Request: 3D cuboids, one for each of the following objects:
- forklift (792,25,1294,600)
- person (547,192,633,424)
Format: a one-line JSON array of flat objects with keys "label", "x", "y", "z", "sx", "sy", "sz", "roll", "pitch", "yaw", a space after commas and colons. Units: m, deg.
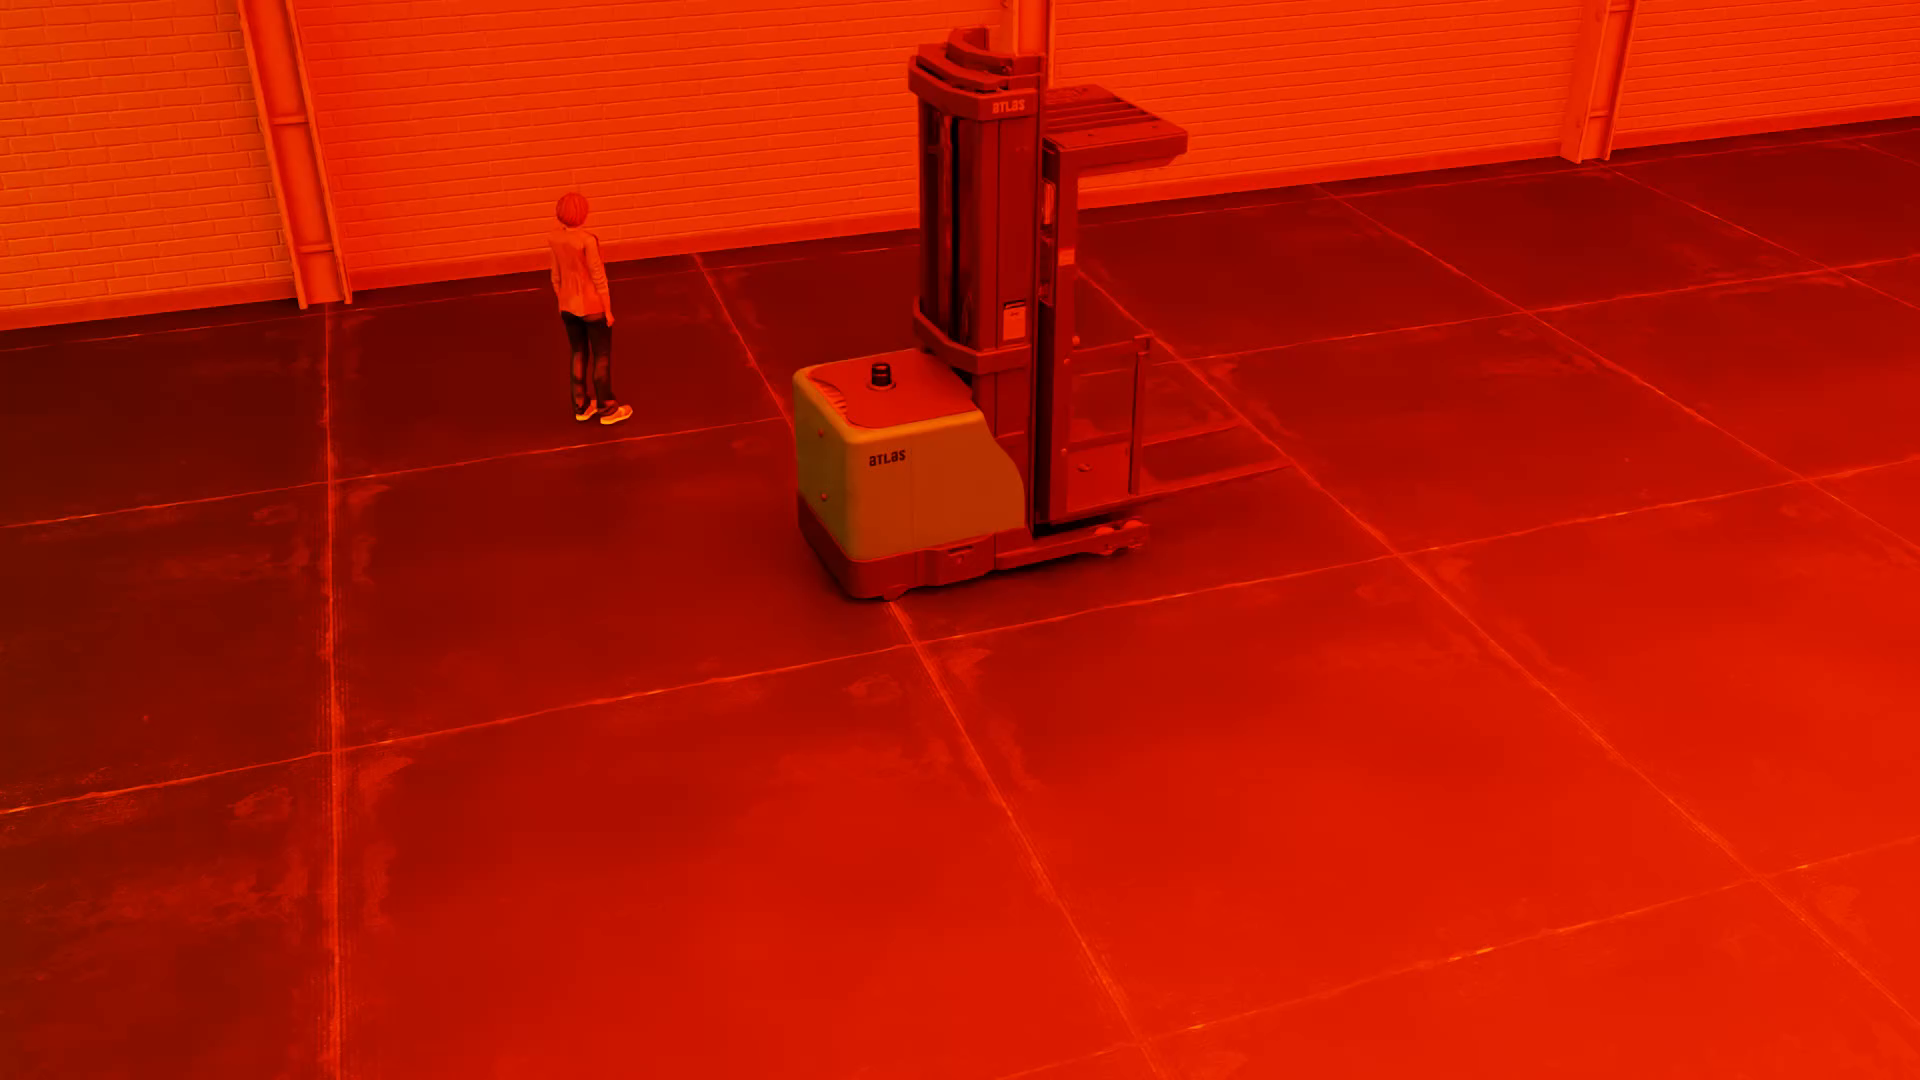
[{"label": "forklift", "x": 0.578, "y": -1.407, "z": 9.533, "sx": 3.031, "sy": 2.935, "sz": 1.130, "roll": -12, "pitch": 32, "yaw": -20}, {"label": "person", "x": -2.498, "y": -1.544, "z": 11.105, "sx": 0.415, "sy": 1.603, "sz": 0.316, "roll": 13, "pitch": 32, "yaw": 21}]
